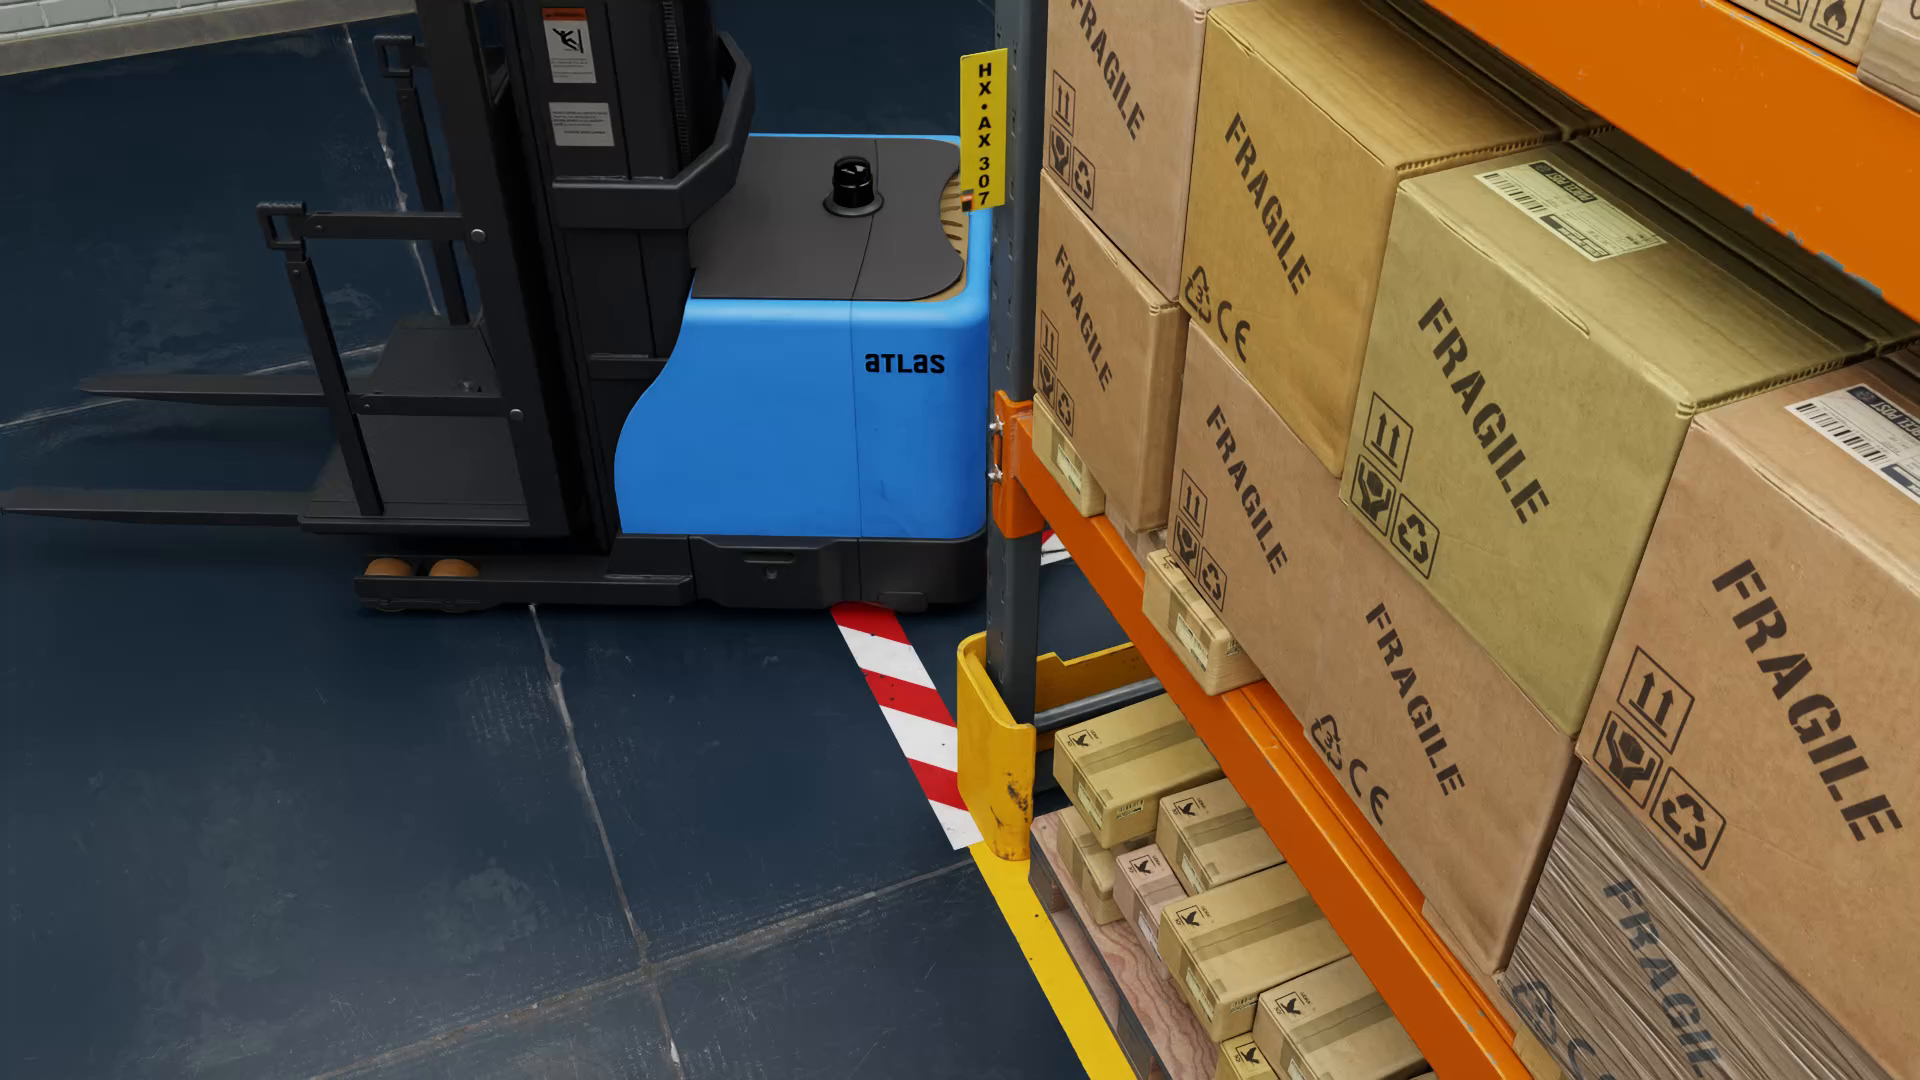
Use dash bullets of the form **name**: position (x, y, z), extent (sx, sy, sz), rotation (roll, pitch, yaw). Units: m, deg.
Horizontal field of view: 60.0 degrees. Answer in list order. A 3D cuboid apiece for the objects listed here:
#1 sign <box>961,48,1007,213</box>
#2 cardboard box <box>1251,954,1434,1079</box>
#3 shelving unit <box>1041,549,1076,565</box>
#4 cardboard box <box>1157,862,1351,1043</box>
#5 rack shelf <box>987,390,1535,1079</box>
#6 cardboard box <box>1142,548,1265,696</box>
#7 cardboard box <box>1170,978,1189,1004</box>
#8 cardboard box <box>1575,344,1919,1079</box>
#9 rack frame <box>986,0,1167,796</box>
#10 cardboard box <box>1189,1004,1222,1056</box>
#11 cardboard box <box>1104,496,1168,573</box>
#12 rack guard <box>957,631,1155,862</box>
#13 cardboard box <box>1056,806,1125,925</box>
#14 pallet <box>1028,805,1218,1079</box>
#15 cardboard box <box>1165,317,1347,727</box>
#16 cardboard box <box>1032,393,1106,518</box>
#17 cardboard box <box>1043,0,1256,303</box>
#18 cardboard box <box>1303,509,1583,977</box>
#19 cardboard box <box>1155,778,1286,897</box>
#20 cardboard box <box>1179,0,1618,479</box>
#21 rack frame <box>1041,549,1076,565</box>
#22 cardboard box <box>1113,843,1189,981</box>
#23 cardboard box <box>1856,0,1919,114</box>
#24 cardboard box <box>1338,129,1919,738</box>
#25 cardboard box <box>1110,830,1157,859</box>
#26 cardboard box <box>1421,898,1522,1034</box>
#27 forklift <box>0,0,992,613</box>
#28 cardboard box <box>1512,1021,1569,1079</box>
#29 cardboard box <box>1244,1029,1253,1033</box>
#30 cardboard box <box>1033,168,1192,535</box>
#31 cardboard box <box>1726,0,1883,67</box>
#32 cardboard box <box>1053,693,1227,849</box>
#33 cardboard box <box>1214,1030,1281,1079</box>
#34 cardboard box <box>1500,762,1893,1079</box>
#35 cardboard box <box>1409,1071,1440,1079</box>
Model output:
- **sign**: position (0.048, -0.783, 3.196), extent (0.100, 0.325, 0.005), rotation (-15, 43, -17)
- **cardboard box**: position (0.802, 0.955, 3.247), extent (0.380, 0.149, 0.250), rotation (-17, 44, -19)
- **shelving unit**: position (0.259, -0.322, 4.934), extent (0.258, 0.900, 0.210), rotation (-7, 41, -8)
- **cardboard box**: position (0.631, 0.826, 3.397), extent (0.380, 0.149, 0.250), rotation (-15, 43, -17)
- **rack shelf**: position (1.315, 0.887, 2.469), extent (1.077, 0.370, 4.000), rotation (-15, 43, -17)
- **cardboard box**: position (0.560, 0.100, 3.025), extent (0.380, 0.149, 0.250), rotation (-16, 43, -18)
- **cardboard box**: position (0.630, 0.864, 3.809), extent (0.380, 0.149, 0.250), rotation (-15, 43, -17)
- **cardboard box**: position (1.052, 0.144, 1.710), extent (0.500, 0.500, 0.500), rotation (-16, 43, -18)
- **rack frame**: position (0.549, -0.590, 3.636), extent (1.000, 3.000, 0.127), rotation (-15, 43, -17)
- **cardboard box**: position (0.731, 1.012, 3.637), extent (0.380, 0.149, 0.250), rotation (-15, 43, -16)
- **cardboard box**: position (0.506, -0.075, 3.229), extent (0.380, 0.149, 0.250), rotation (-14, 43, -15)
- **rack guard**: position (0.579, 0.403, 4.397), extent (1.175, 0.500, 0.348), rotation (-15, 43, -17)
- **cardboard box**: position (0.454, 0.727, 3.968), extent (0.380, 0.149, 0.250), rotation (-14, 43, -16)
- **pallet**: position (0.857, 1.011, 3.912), extent (1.003, 0.211, 1.213), rotation (-15, 43, -17)
- **cardboard box**: position (0.694, -0.085, 2.744), extent (0.500, 0.500, 0.500), rotation (-15, 43, -17)
- **cardboard box**: position (0.371, -0.218, 3.396), extent (0.380, 0.149, 0.250), rotation (-15, 43, -17)
- **cardboard box**: position (0.476, -0.783, 2.789), extent (0.500, 0.500, 0.500), rotation (-15, 43, -17)
- **cardboard box**: position (0.870, 0.213, 2.397), extent (0.500, 0.500, 0.500), rotation (-15, 43, -16)
- **cardboard box**: position (0.653, 0.642, 3.610), extent (0.380, 0.149, 0.250), rotation (-14, 43, -16)
- **cardboard box**: position (0.675, -0.481, 2.437), extent (0.500, 0.500, 0.500), rotation (-14, 43, -16)
- **rack frame**: position (0.278, -0.257, 4.858), extent (0.240, 0.900, 0.006), rotation (-7, 41, -8)
- **cardboard box**: position (0.565, 0.778, 3.682), extent (0.380, 0.149, 0.250), rotation (-15, 43, -17)
- **cardboard box**: position (1.079, -0.397, 1.226), extent (0.500, 0.250, 0.500), rotation (-15, 43, -17)
- **cardboard box**: position (0.853, -0.162, 2.066), extent (0.500, 0.500, 0.500), rotation (-16, 43, -18)
- **cardboard box**: position (0.513, 0.598, 3.890), extent (0.380, 0.149, 0.250), rotation (-13, 42, -15)
- **cardboard box**: position (0.935, 0.548, 2.505), extent (0.380, 0.149, 0.250), rotation (-16, 43, -18)
- **forklift**: position (-1.413, -1.236, 4.439), extent (3.031, 2.935, 1.130), rotation (1, 41, 1)
- **cardboard box**: position (1.015, 0.709, 2.318), extent (0.380, 0.149, 0.250), rotation (-14, 43, -15)
- **cardboard box**: position (0.741, 0.903, 3.536), extent (0.380, 0.149, 0.250), rotation (-15, 43, -16)
- **cardboard box**: position (0.466, -0.401, 3.111), extent (0.500, 0.500, 0.500), rotation (-13, 42, -15)
- **cardboard box**: position (0.892, -0.711, 1.591), extent (0.500, 0.250, 0.500), rotation (-16, 43, -18)
- **cardboard box**: position (0.436, 0.506, 3.769), extent (0.380, 0.149, 0.250), rotation (-17, 44, -19)
- **cardboard box**: position (0.739, 1.085, 3.325), extent (0.380, 0.149, 0.250), rotation (-14, 43, -16)
- **cardboard box**: position (1.071, 0.518, 2.042), extent (0.500, 0.500, 0.500), rotation (-16, 43, -18)
- **cardboard box**: position (0.899, 1.124, 3.050), extent (0.380, 0.149, 0.250), rotation (-14, 43, -15)
